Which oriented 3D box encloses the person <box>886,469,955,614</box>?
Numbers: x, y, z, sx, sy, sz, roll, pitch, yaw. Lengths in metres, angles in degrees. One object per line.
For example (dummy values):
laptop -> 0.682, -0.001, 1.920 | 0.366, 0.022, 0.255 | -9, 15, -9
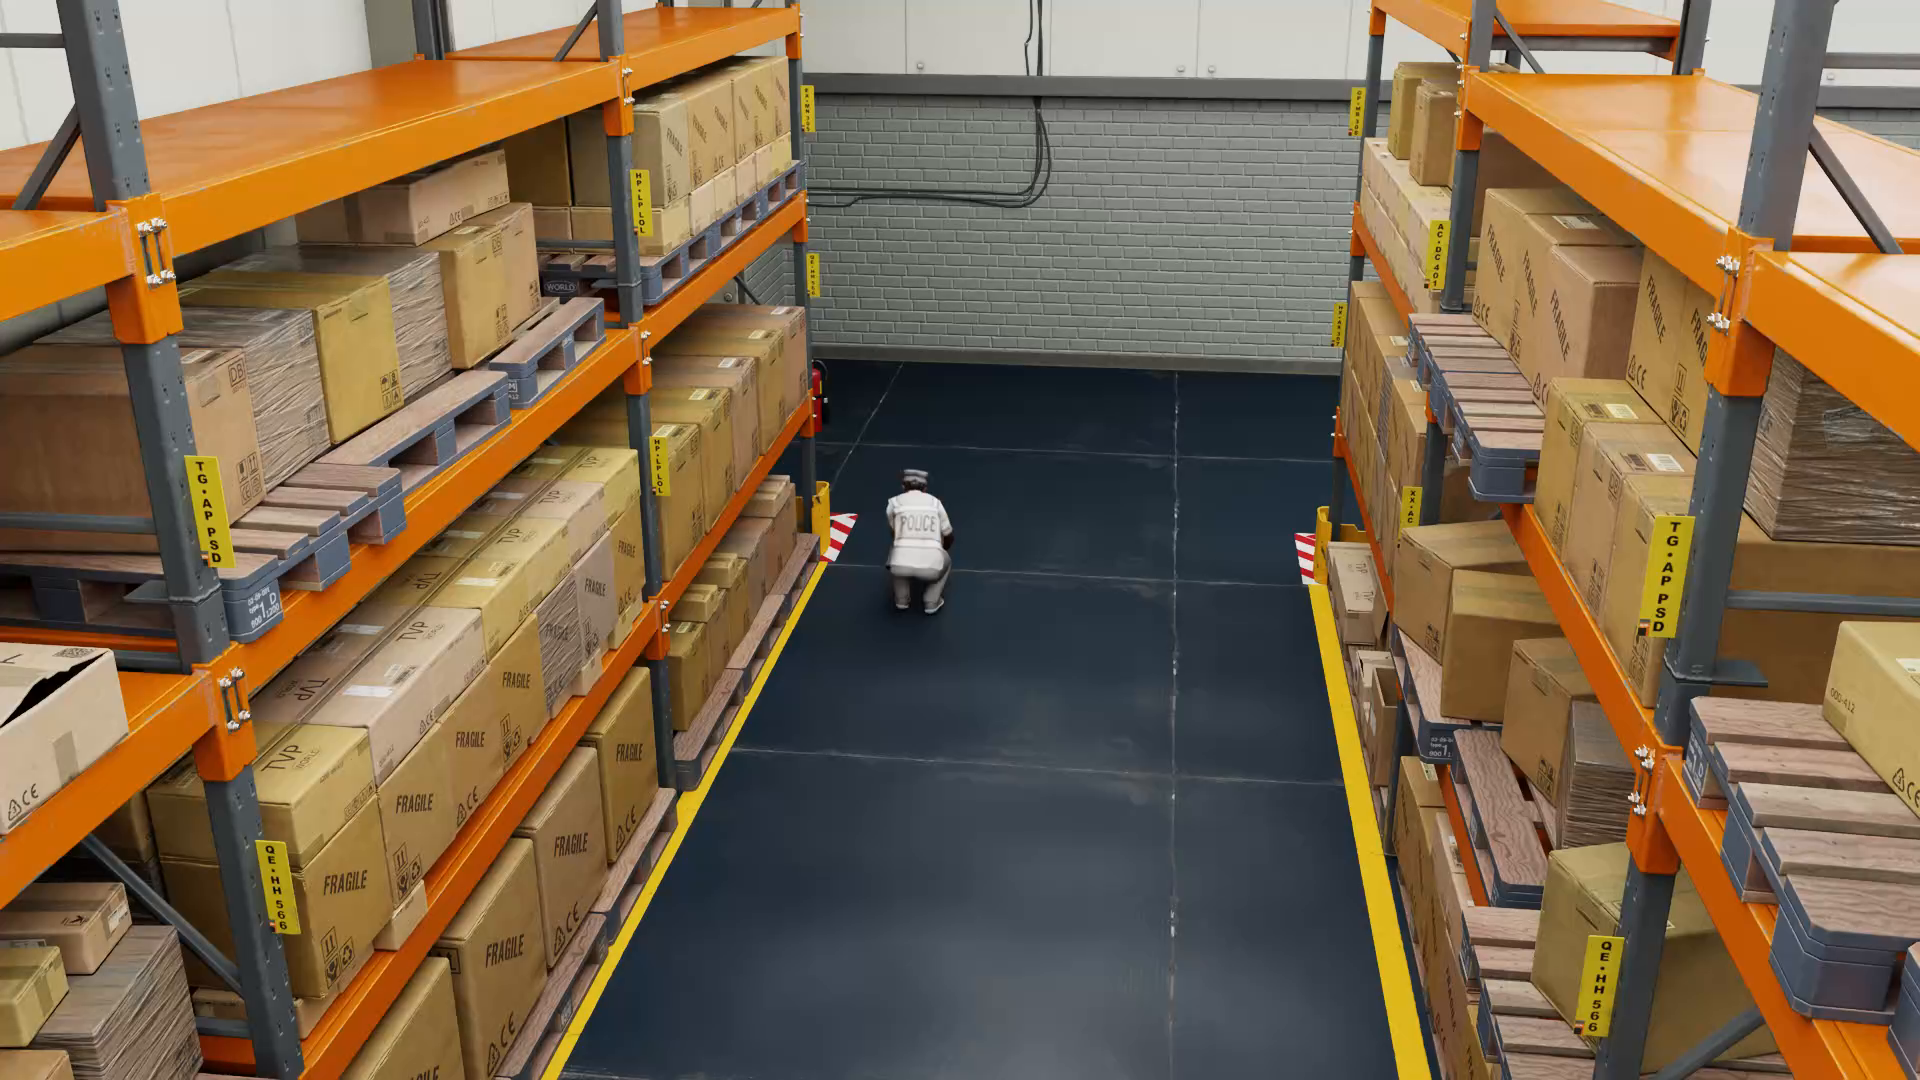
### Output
person -> -0.294, -0.005, 12.089 | 0.482, 0.959, 0.850 | 2, 21, 6
